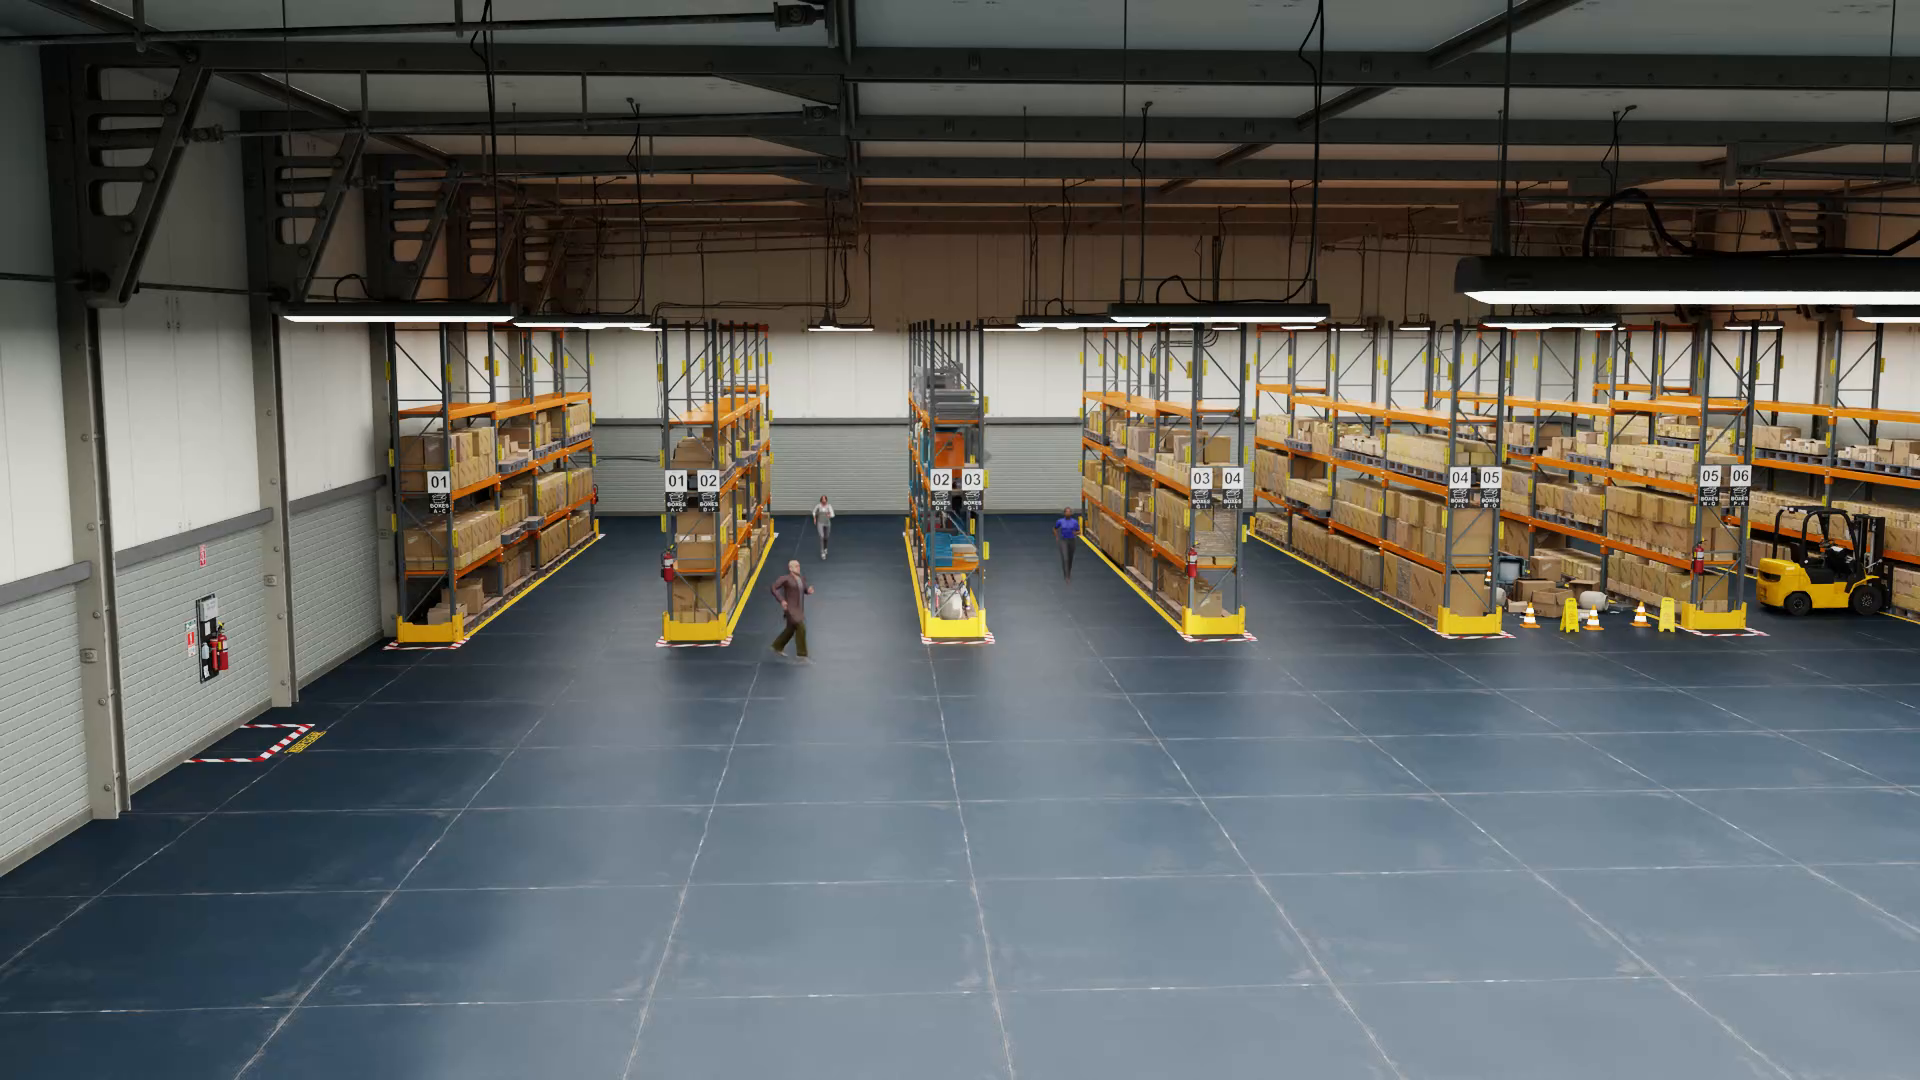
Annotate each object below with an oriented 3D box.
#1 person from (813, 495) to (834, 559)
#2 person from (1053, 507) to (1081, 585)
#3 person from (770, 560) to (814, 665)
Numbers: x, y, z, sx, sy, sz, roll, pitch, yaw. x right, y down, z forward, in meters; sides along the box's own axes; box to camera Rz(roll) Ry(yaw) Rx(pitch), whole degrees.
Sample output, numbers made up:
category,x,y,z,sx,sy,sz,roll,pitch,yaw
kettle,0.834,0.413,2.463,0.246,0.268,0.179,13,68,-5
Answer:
category,x,y,z,sx,sy,sz,roll,pitch,yaw
person,-3.492,-0.358,42.654,0.529,1.600,0.868,-2,7,-12
person,2.353,0.129,36.335,0.579,1.696,0.879,-1,7,-9
person,-2.925,1.255,29.111,0.925,1.836,0.674,3,8,26
